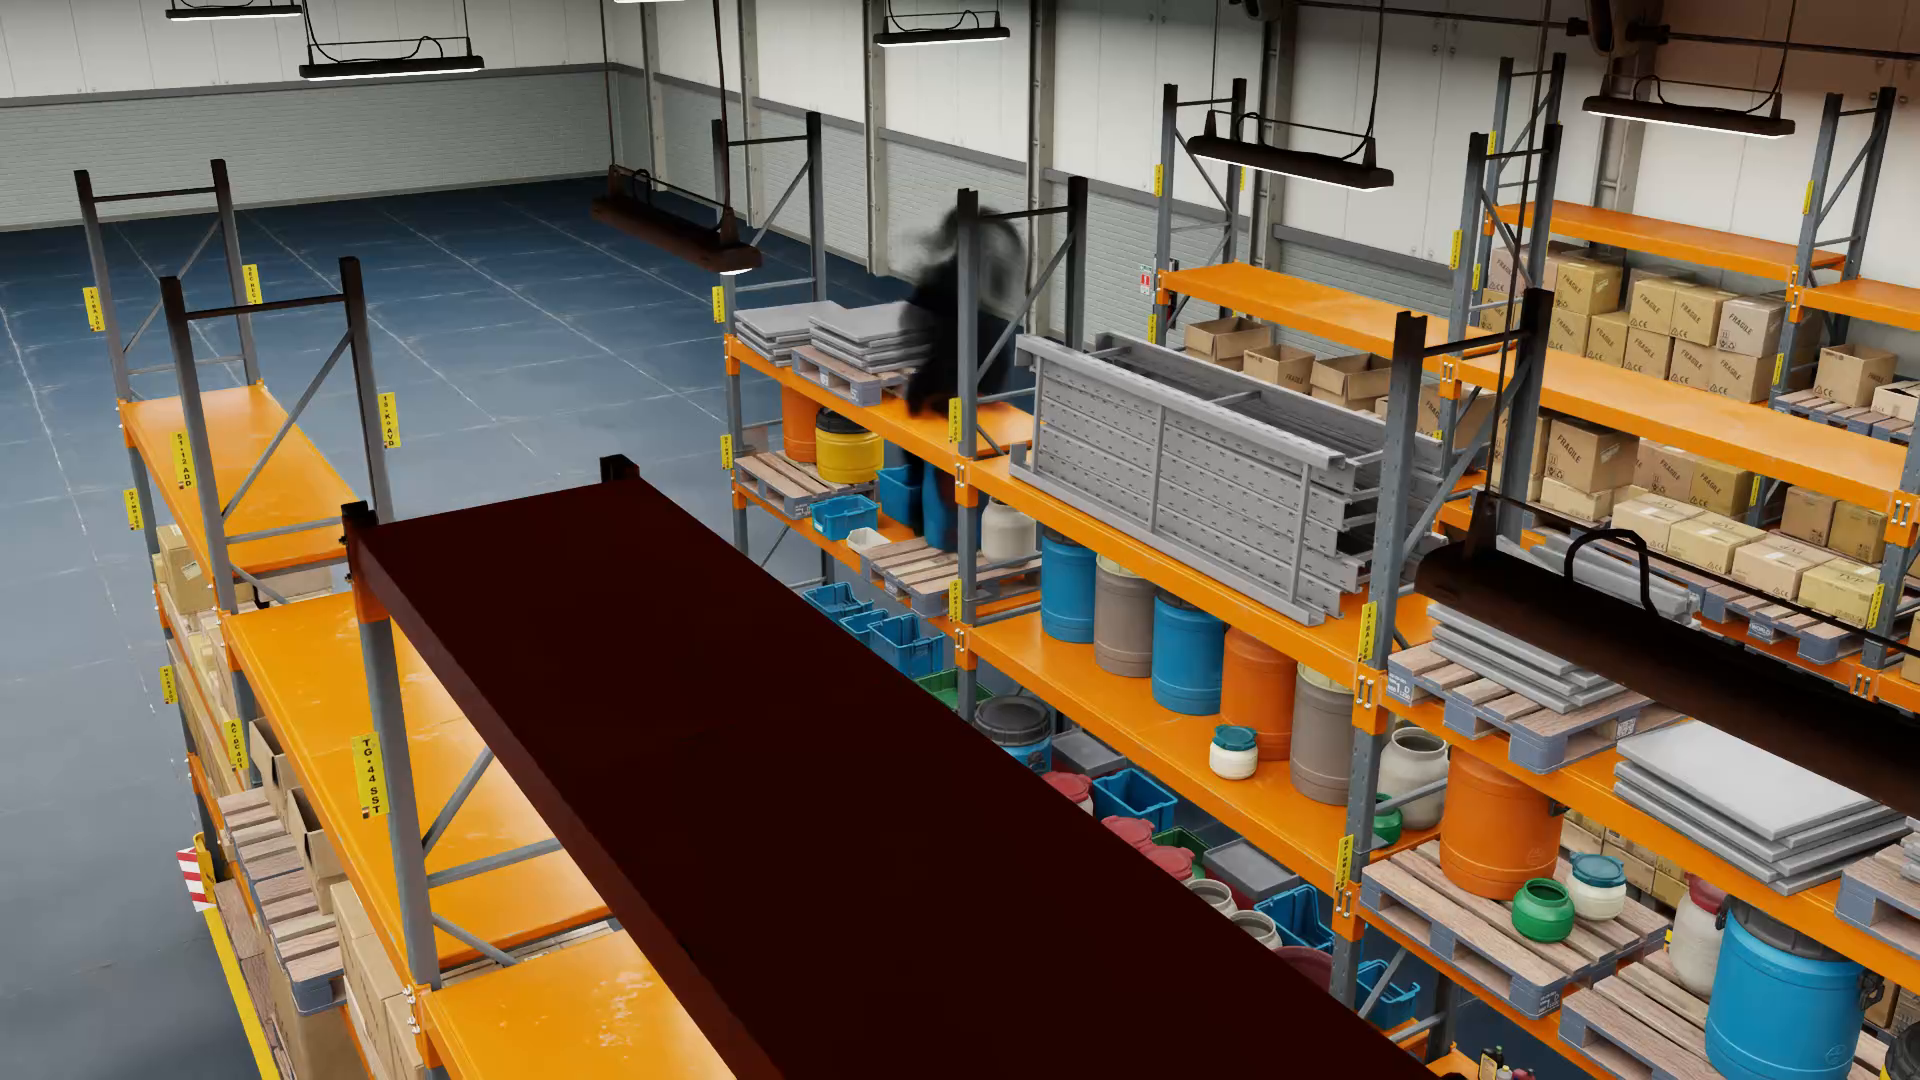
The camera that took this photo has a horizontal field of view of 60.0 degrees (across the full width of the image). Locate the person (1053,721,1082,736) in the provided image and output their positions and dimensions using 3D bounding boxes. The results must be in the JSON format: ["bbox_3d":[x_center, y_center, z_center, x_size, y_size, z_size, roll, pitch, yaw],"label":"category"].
[{"bbox_3d":[1.189,1.290,15.862,0.711,1.764,0.865,-16,27,-34],"label":"person"}]
